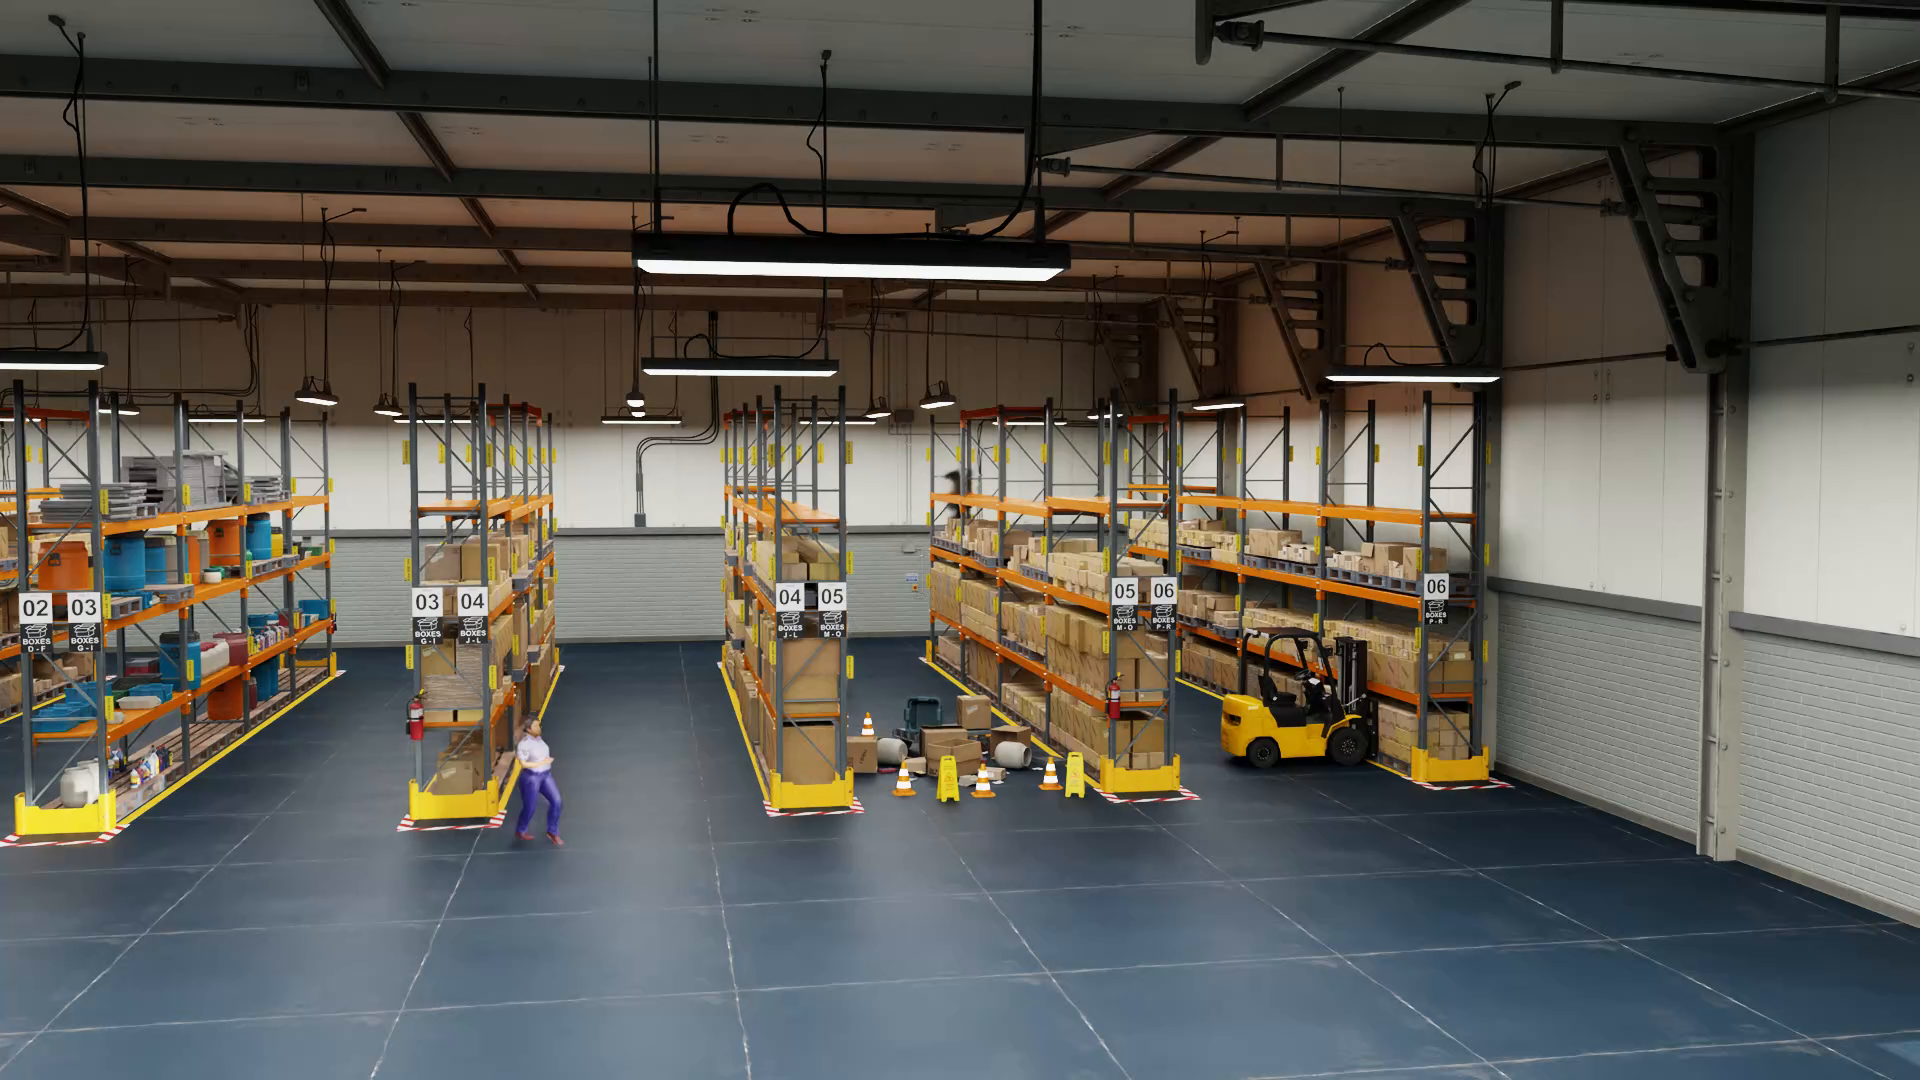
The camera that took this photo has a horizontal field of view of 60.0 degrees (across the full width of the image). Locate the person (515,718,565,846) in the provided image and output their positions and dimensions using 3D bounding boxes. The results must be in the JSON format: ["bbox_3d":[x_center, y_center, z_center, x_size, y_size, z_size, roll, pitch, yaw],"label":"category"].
[{"bbox_3d":[-5.492,3.120,21.310,0.667,1.710,0.585,2,3,31],"label":"person"}]
